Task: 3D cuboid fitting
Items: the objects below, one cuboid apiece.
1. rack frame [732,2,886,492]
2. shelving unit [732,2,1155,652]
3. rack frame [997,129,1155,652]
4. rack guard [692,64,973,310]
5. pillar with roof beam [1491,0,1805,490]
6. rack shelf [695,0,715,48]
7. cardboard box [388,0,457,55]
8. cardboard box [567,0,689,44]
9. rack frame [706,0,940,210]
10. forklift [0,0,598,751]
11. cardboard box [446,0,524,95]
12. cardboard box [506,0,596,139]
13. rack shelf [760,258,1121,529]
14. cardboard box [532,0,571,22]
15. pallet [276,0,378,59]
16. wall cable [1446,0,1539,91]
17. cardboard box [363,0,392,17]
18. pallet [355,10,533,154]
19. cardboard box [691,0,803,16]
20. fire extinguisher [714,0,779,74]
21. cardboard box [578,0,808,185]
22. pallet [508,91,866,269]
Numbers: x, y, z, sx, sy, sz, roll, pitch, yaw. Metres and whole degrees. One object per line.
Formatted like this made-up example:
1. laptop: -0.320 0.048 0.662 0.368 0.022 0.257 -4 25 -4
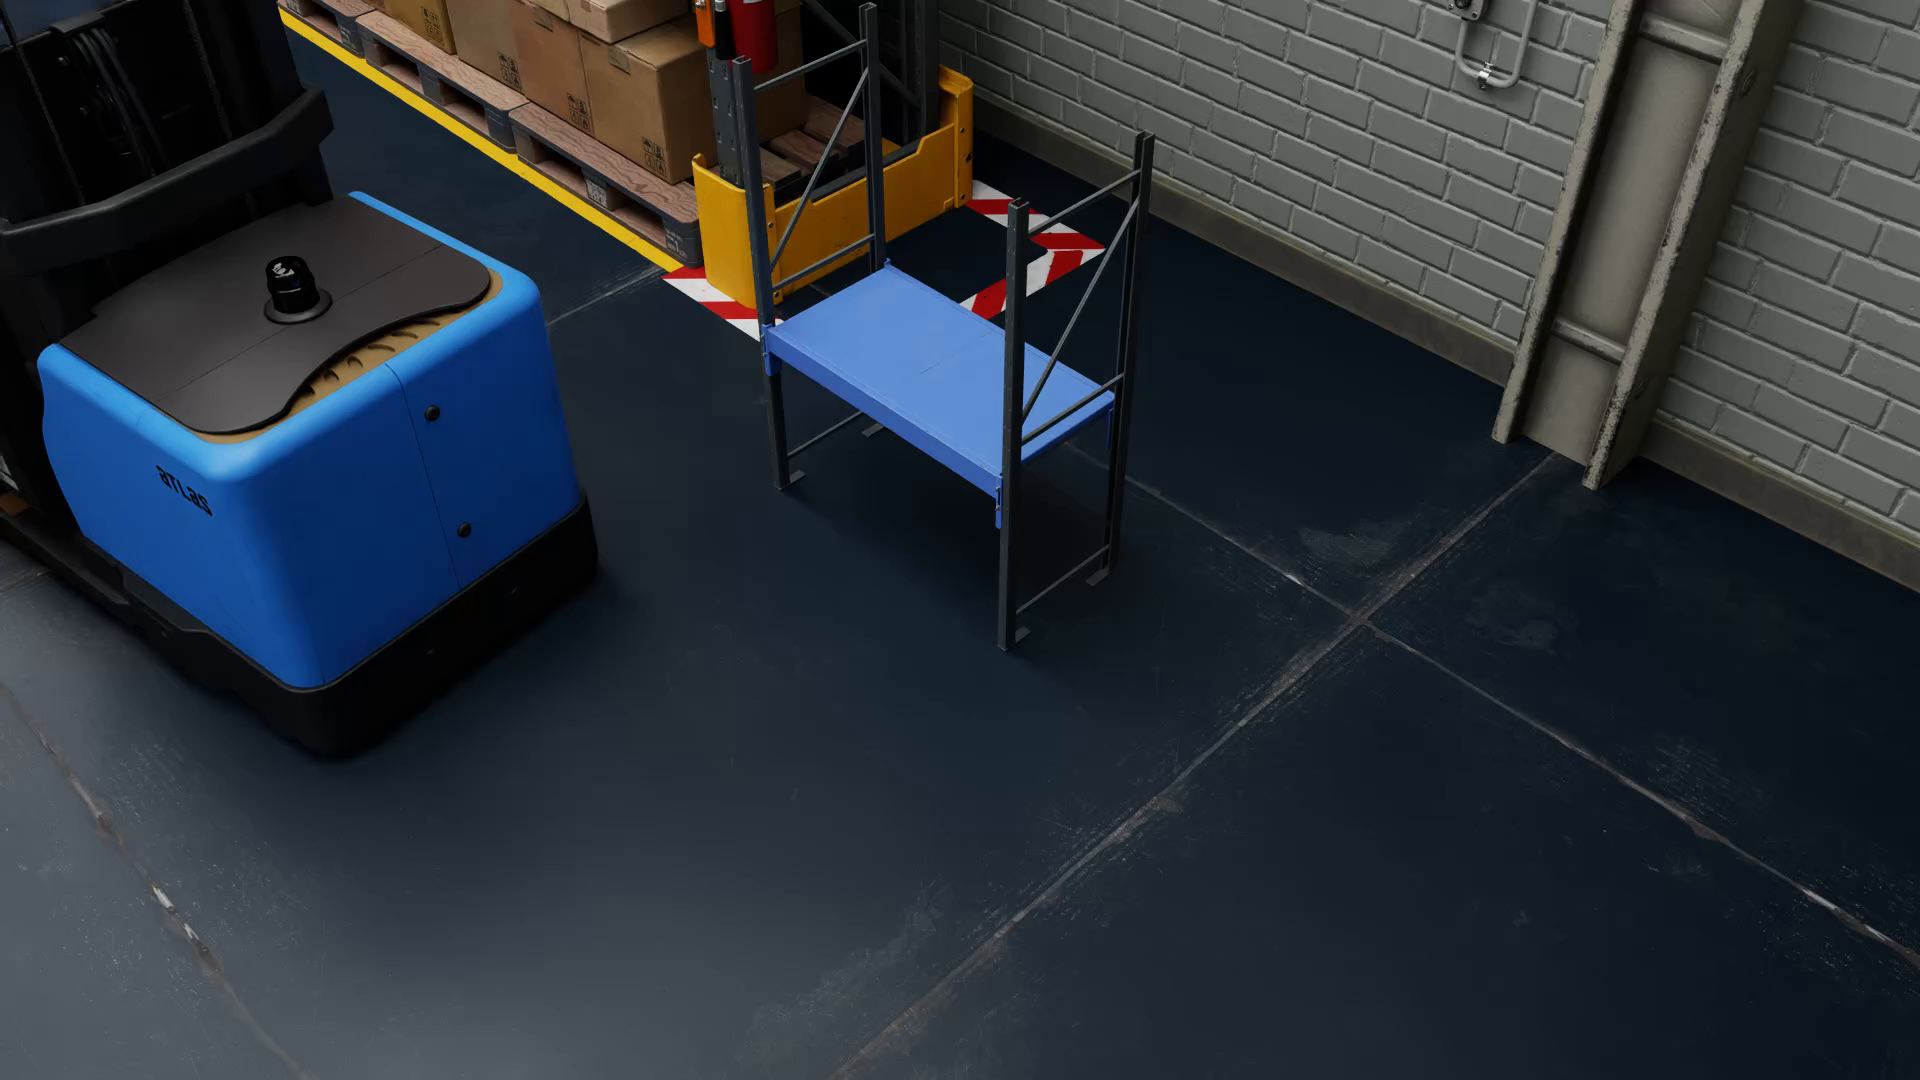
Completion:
1. rack frame: -0.419 -0.836 5.050 0.500 1.500 0.032 -34 53 -31
2. shelving unit: -0.060 -0.592 4.785 0.538 1.500 1.048 -34 53 -31
3. rack frame: 0.299 -0.348 4.521 0.500 1.500 0.032 -34 53 -31
4. rack guard: -0.458 -1.382 6.377 1.175 0.500 0.348 -34 53 -31
5. pillar with roof beam: -1.004 -1.569 0.317 9.100 9.000 0.400 -34 53 -31
6. rack shelf: -1.888 -3.008 6.825 1.077 0.370 4.000 -34 53 -31
7. cardboard box: -2.131 -2.571 7.354 0.700 0.500 0.500 -33 52 -30
8. cardboard box: -1.260 -2.049 6.311 0.250 0.149 0.380 34 52 31
9. rack frame: -0.475 -2.312 5.541 1.000 3.000 0.127 -34 53 -31
10. forklift: -2.586 -1.326 4.526 3.031 2.935 1.130 27 49 27
11. cardboard box: -1.749 -2.318 7.081 0.500 0.500 0.700 32 52 30
12. cardboard box: -1.394 -2.077 6.819 0.500 0.500 0.700 34 53 31
13. rack shelf: -0.060 -0.460 4.907 0.538 0.185 1.000 -34 53 -31
14. cardboard box: -1.441 -2.171 6.444 0.380 0.149 0.250 -33 52 -30
15. pallet: -2.818 -2.807 8.132 1.003 0.211 1.213 -34 53 -31
16. wall cable: 1.099 -2.523 5.021 0.084 1.984 1.851 -34 53 -31
17. cardboard box: -2.492 -2.818 7.622 0.500 0.500 0.700 34 52 31
18. pallet: -1.953 -2.220 7.497 1.003 0.211 1.213 -34 53 -31
19. cardboard box: -0.810 -2.110 6.378 0.380 0.149 0.250 -34 52 -31
20. fire extinguisher: -0.695 -1.853 5.376 0.296 0.674 0.183 -34 53 -31
21. cardboard box: -1.040 -1.836 6.559 0.700 0.500 0.500 -34 53 -31
22. pallet: -1.095 -1.634 6.863 1.003 0.211 1.213 -34 53 -31
